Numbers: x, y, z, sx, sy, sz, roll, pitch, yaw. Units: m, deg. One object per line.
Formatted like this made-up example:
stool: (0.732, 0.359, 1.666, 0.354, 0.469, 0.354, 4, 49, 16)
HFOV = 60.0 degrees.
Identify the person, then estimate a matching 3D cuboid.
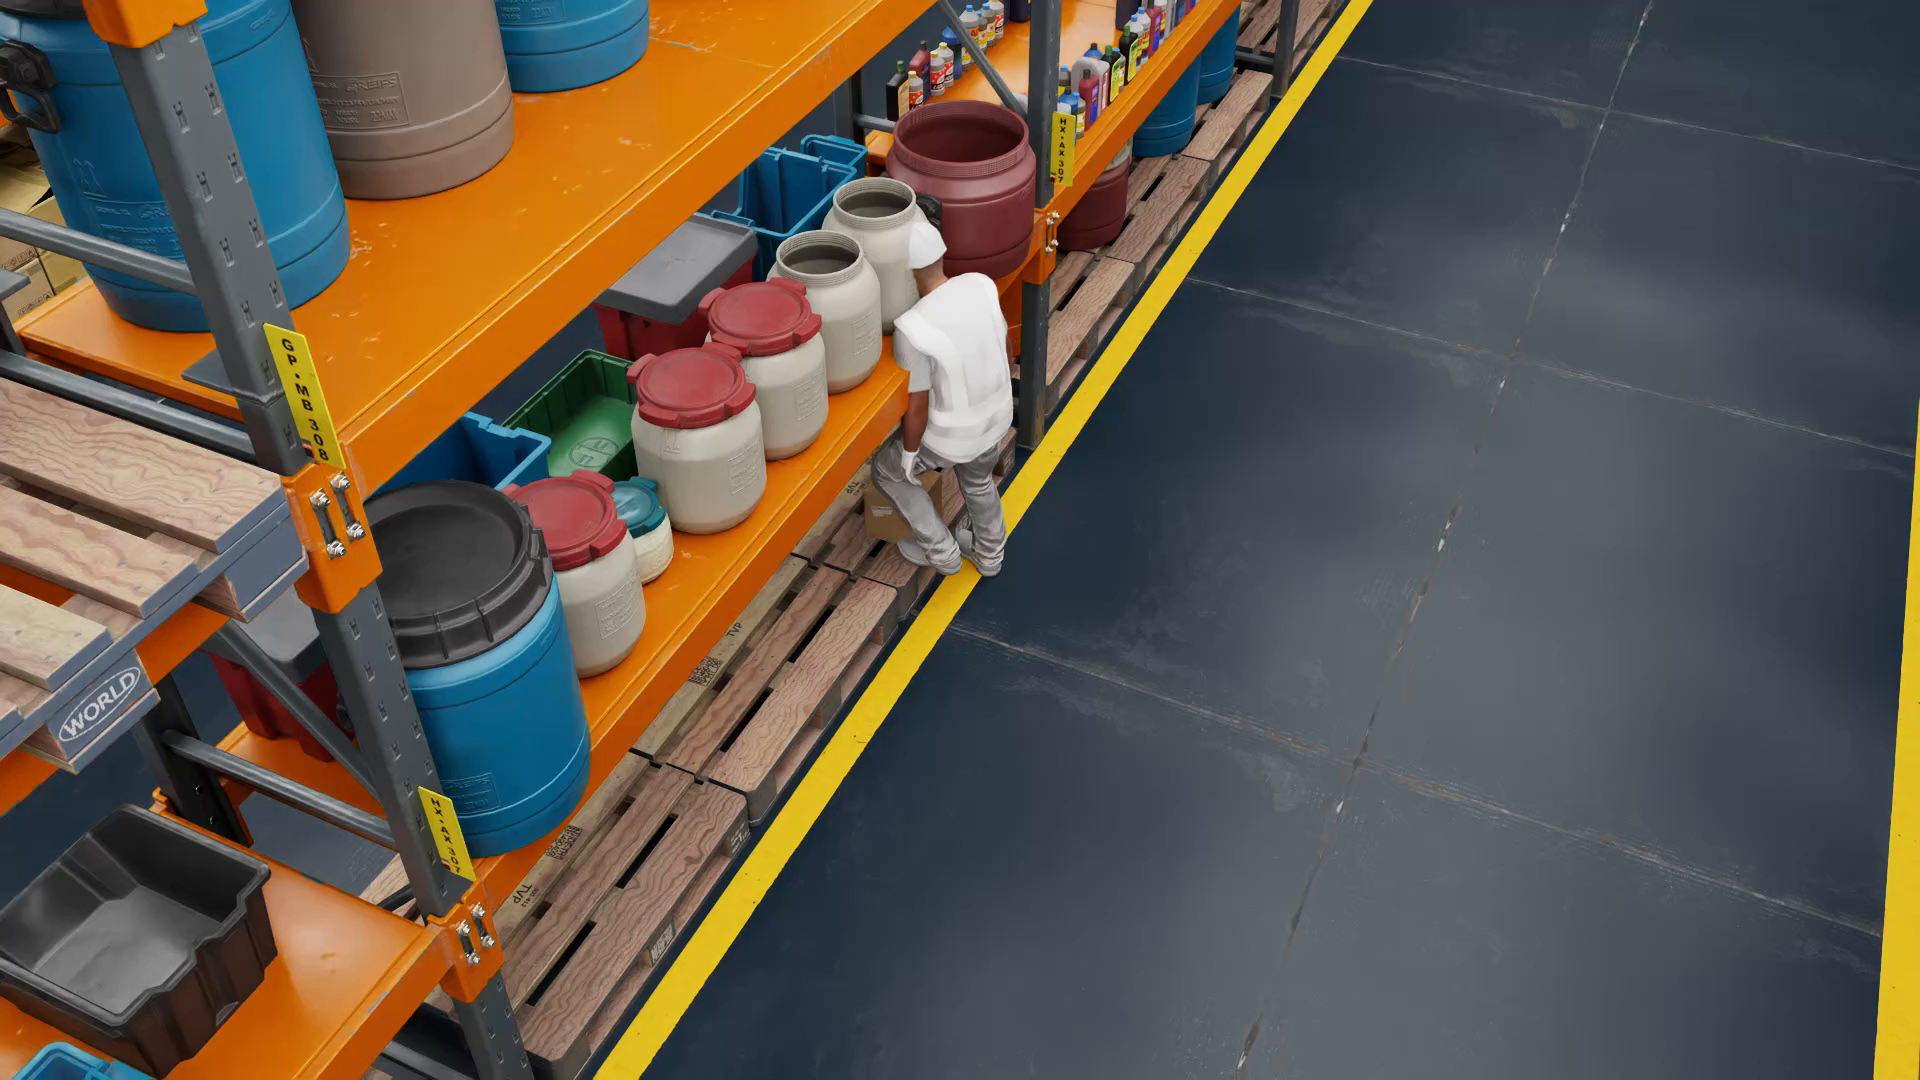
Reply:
person: (-0.066, -0.489, 6.719, 0.541, 1.751, 0.616, 31, 50, 30)
